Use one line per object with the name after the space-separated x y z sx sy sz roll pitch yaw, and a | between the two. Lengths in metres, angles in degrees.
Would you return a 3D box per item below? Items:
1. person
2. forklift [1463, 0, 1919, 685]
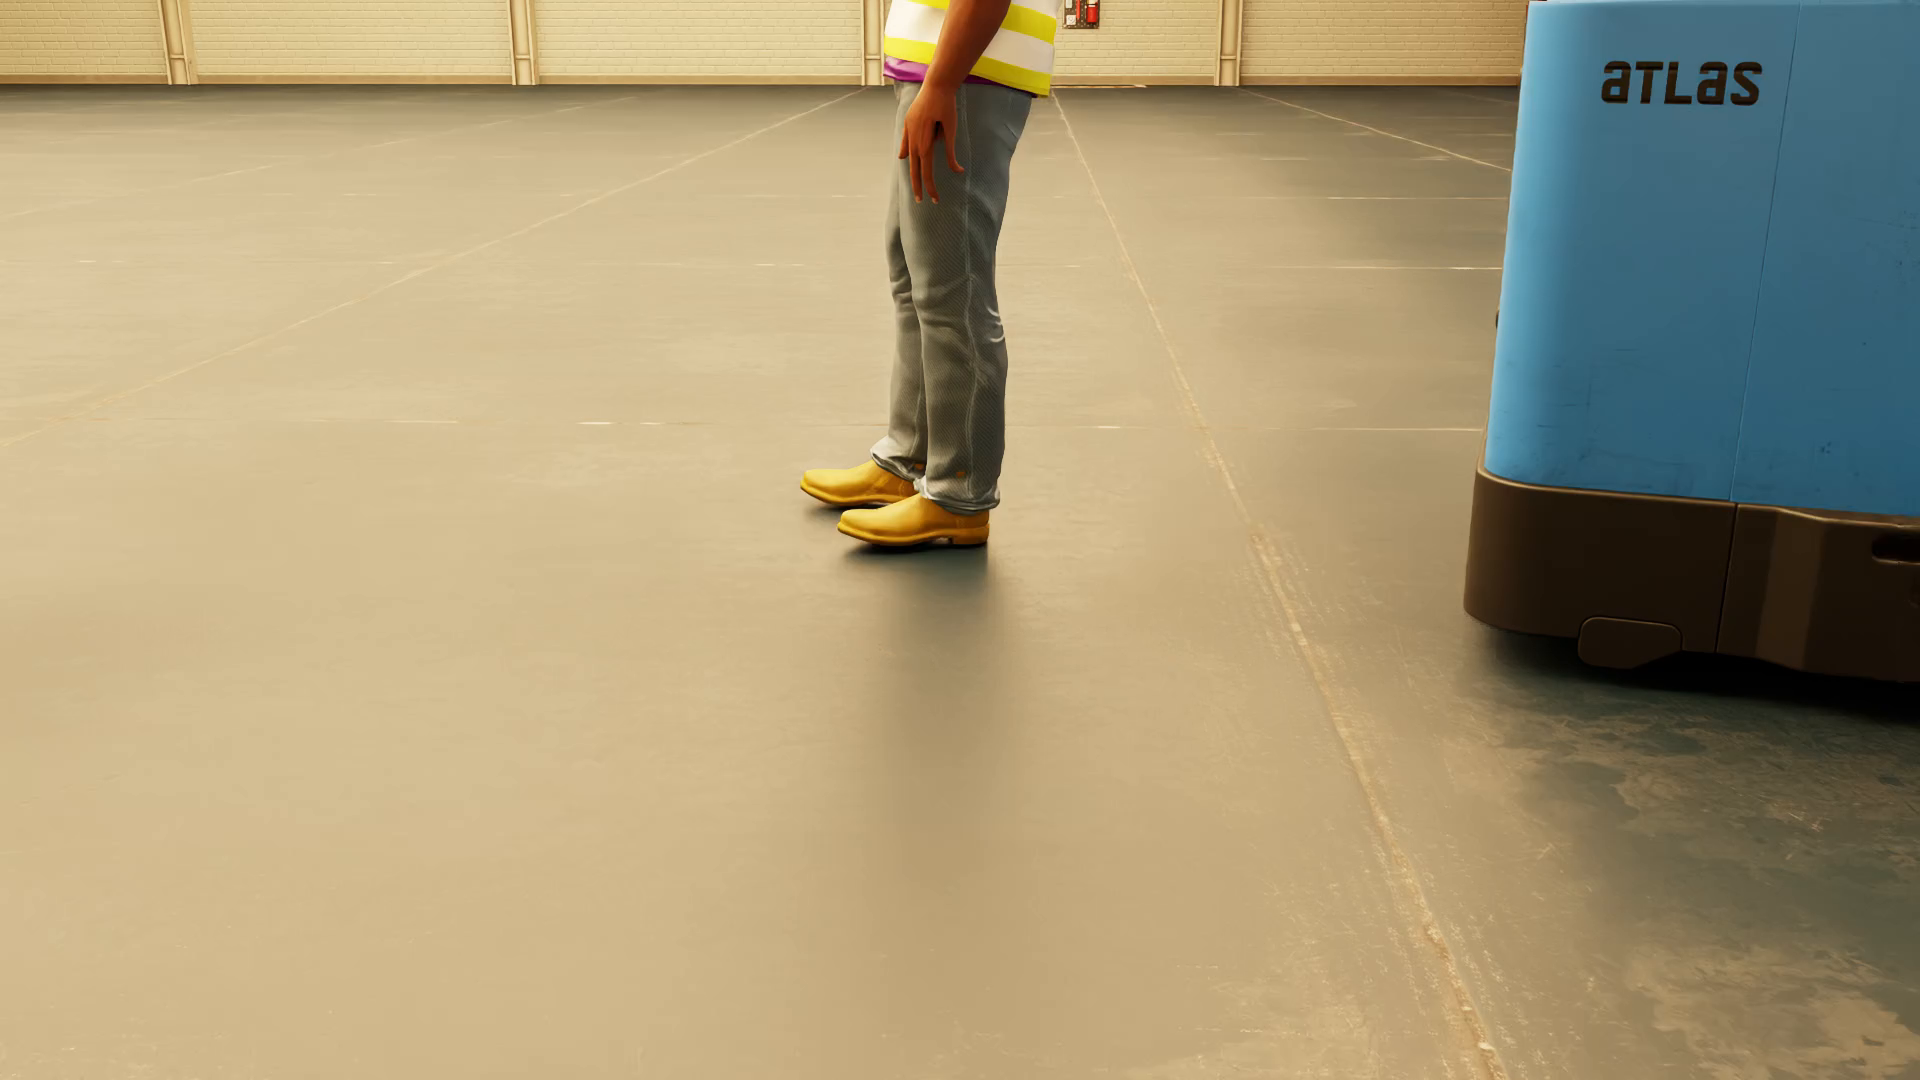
-0.069 -0.853 3.115 0.577 1.765 0.666 1 17 2 | person
2.408 -1.190 2.261 3.031 2.935 1.130 6 18 18 | forklift
